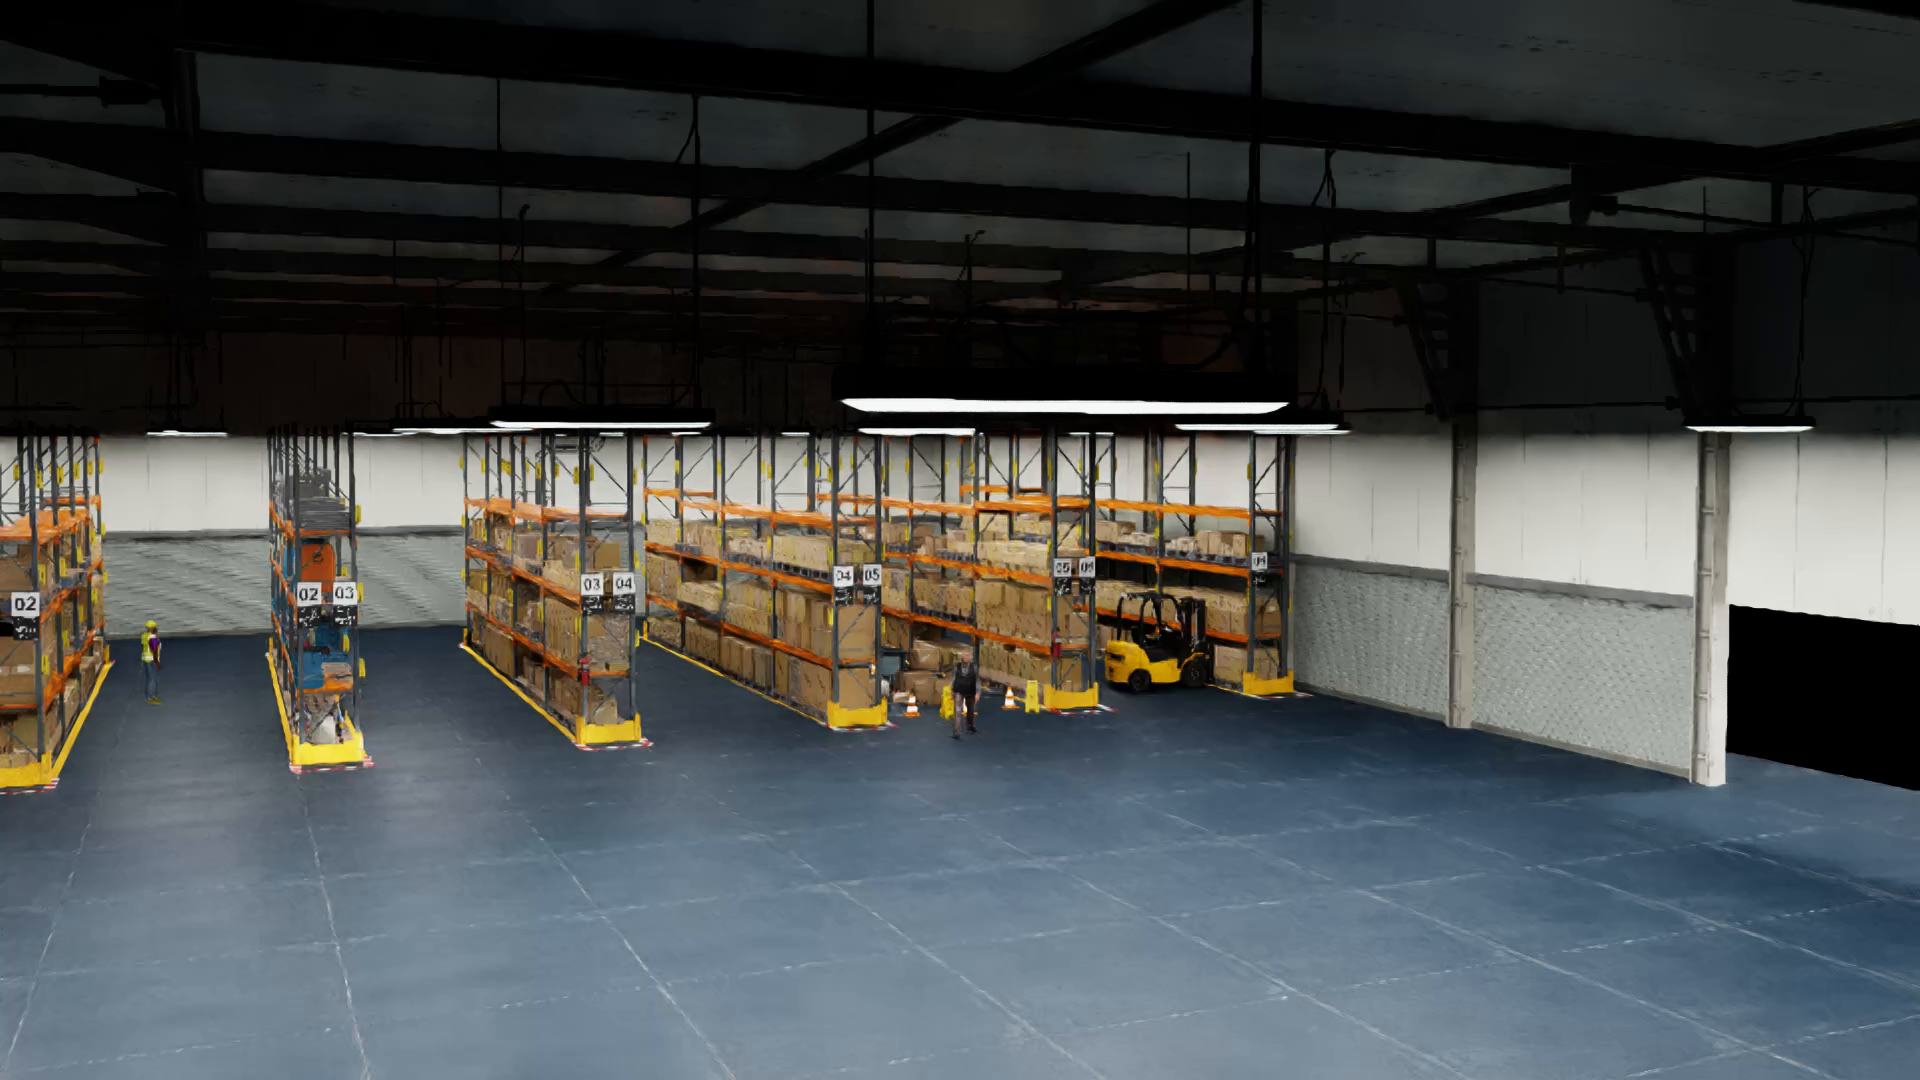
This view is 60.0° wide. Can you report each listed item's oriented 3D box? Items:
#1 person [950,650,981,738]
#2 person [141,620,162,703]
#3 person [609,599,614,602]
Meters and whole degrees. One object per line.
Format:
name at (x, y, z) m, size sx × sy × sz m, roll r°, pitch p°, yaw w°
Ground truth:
person at (0.107, 2.943, 31.958) m, size 0.578 × 1.678 × 0.963 m, roll 0°, pitch 3°, yaw -1°
person at (-17.477, 2.622, 35.999) m, size 0.664 × 1.763 × 0.405 m, roll 3°, pitch 5°, yaw 43°
person at (-10.048, 1.871, 48.410) m, size 0.499 × 1.786 × 0.660 m, roll -1°, pitch 4°, yaw -12°
